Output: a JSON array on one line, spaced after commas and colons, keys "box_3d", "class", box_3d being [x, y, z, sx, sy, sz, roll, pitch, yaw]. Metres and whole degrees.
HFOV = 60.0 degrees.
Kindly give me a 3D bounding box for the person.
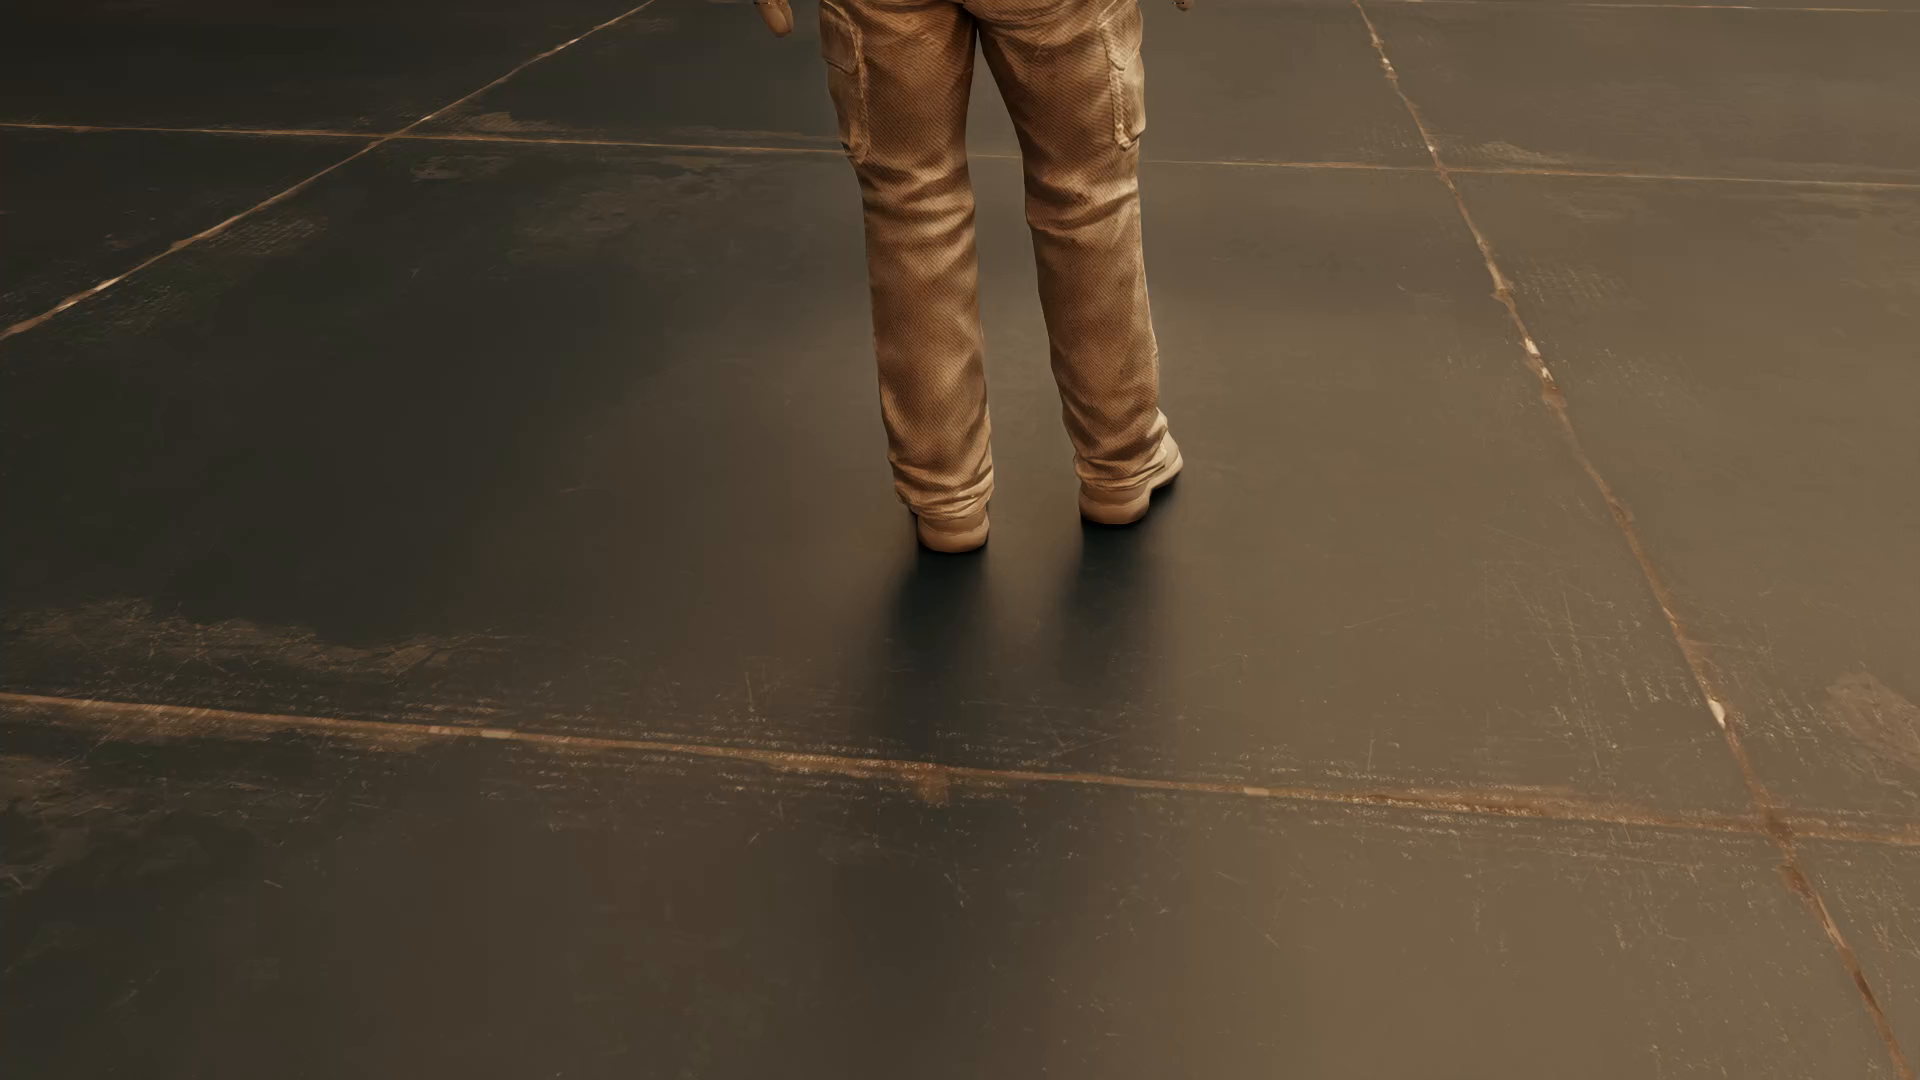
[{"box_3d": [0.017, -0.836, 2.162, 0.656, 1.784, 0.575, 3, 27, 7], "class": "person"}]
